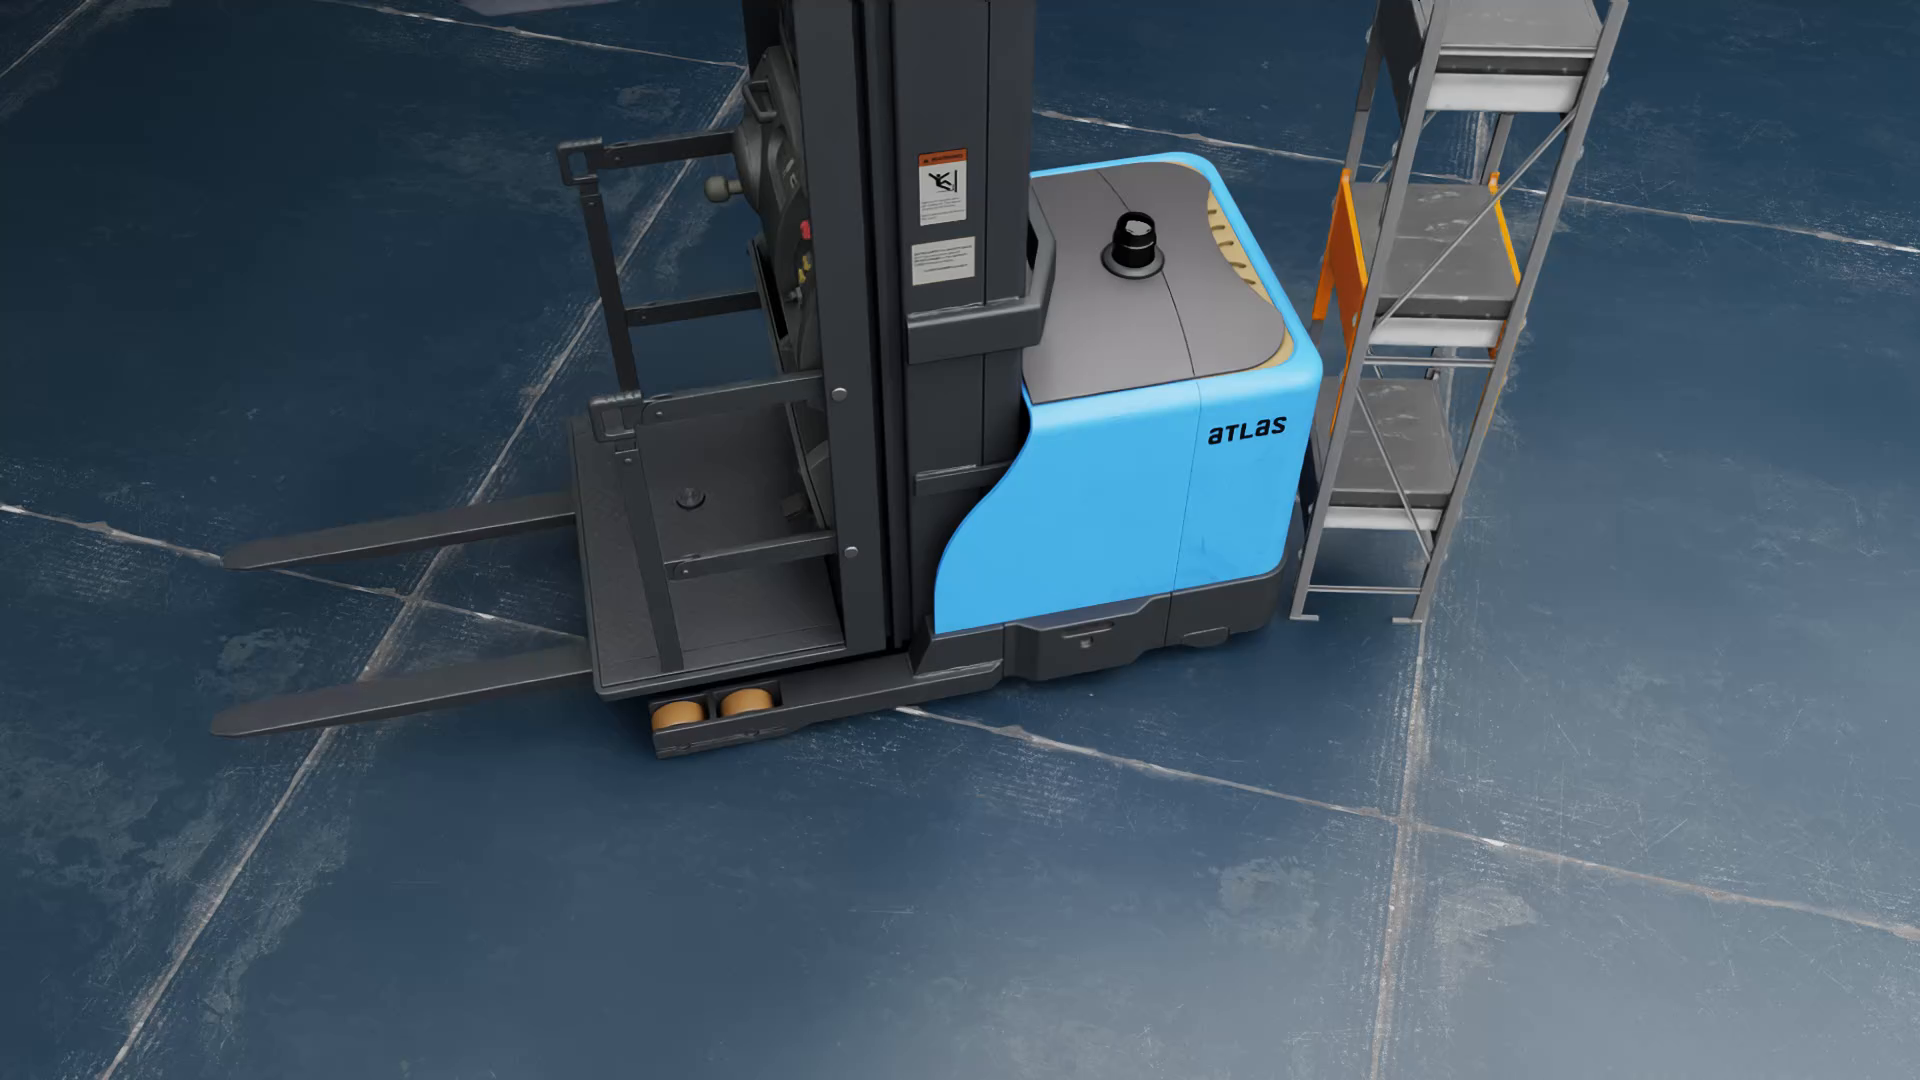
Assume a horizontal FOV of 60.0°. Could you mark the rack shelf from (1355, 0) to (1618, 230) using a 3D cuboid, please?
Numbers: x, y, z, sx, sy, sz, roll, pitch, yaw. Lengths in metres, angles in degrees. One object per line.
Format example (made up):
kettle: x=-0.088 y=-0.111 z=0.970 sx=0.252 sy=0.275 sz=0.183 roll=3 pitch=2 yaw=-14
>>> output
rack shelf: x=1.205 y=-1.088 z=3.895 sx=0.431 sy=0.518 sz=0.480 roll=2 pitch=49 yaw=1

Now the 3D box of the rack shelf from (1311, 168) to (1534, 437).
rack shelf: x=1.205 y=-0.625 z=4.419 sx=0.431 sy=0.518 sz=0.480 roll=2 pitch=49 yaw=1

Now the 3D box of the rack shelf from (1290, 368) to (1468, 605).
rack shelf: x=1.205 y=-0.162 z=4.944 sx=0.431 sy=0.518 sz=0.480 roll=2 pitch=49 yaw=1

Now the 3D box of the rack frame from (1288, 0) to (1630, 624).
rack frame: x=1.196 y=-0.451 z=4.248 sx=0.400 sy=2.100 sz=0.015 roll=2 pitch=49 yaw=1

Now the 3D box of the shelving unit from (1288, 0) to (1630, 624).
shelving unit: x=1.205 y=-0.634 z=4.409 sx=0.431 sy=2.100 sz=0.503 roll=2 pitch=49 yaw=1

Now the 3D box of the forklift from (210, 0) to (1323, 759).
forklift: x=-0.627 y=-0.798 z=3.999 sx=3.031 sy=2.935 sz=1.130 roll=-10 pitch=49 yaw=-9

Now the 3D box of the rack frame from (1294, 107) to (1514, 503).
rack frame: x=1.215 y=-0.817 z=4.571 sx=0.400 sy=2.100 sz=0.015 roll=2 pitch=49 yaw=1
